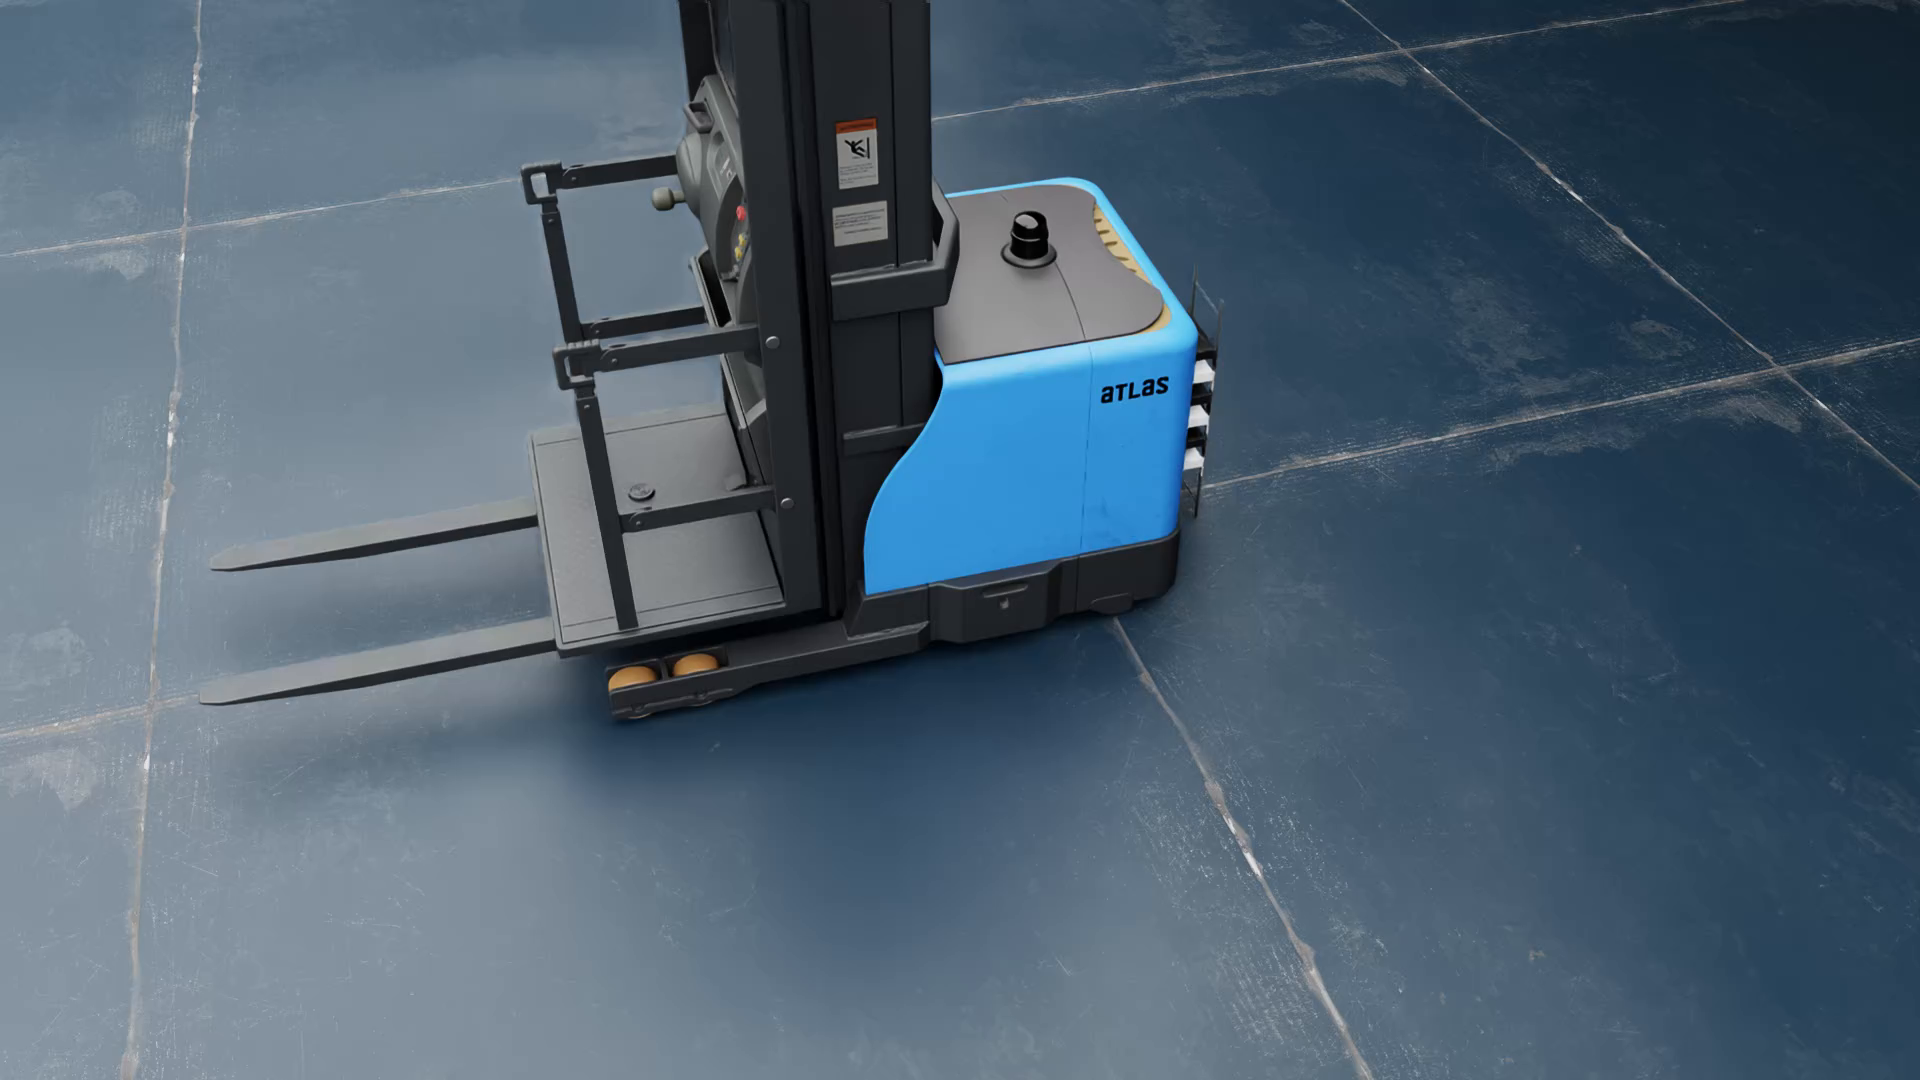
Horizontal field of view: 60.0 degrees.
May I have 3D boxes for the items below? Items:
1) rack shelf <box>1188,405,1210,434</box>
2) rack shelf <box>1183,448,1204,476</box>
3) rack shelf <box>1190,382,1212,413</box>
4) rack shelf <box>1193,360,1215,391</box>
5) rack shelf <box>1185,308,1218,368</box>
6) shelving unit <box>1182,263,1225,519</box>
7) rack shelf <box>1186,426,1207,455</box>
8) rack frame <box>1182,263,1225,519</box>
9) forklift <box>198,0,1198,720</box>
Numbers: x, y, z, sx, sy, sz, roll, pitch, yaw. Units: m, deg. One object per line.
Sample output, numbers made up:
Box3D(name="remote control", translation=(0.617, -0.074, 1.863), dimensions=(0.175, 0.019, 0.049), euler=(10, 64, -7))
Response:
Box3D(name="rack shelf", translation=(0.701, -0.445, 5.626), dimensions=(0.200, 0.077, 0.258), euler=(-11, 42, -12))
Box3D(name="rack shelf", translation=(0.701, -0.309, 5.744), dimensions=(0.200, 0.077, 0.258), euler=(-11, 42, -12))
Box3D(name="rack shelf", translation=(0.701, -0.513, 5.567), dimensions=(0.200, 0.077, 0.258), euler=(-11, 42, -12))
Box3D(name="rack shelf", translation=(0.701, -0.580, 5.507), dimensions=(0.200, 0.077, 0.258), euler=(-11, 42, -12))
Box3D(name="rack shelf", translation=(0.701, -0.648, 5.448), dimensions=(0.200, 0.077, 0.258), euler=(-11, 42, -12))
Box3D(name="shelving unit", translation=(0.701, -0.470, 5.604), dimensions=(0.210, 0.900, 0.258), euler=(-11, 42, -12))
Box3D(name="rack shelf", translation=(0.701, -0.377, 5.685), dimensions=(0.200, 0.077, 0.258), euler=(-11, 42, -12))
Box3D(name="rack frame", translation=(0.799, -0.488, 5.625), dimensions=(0.006, 0.900, 0.240), euler=(-11, 42, -12))
Box3D(name="forklift", translation=(-0.863, -0.942, 4.600), dimensions=(3.031, 2.935, 1.130), euler=(-11, 42, -12))
